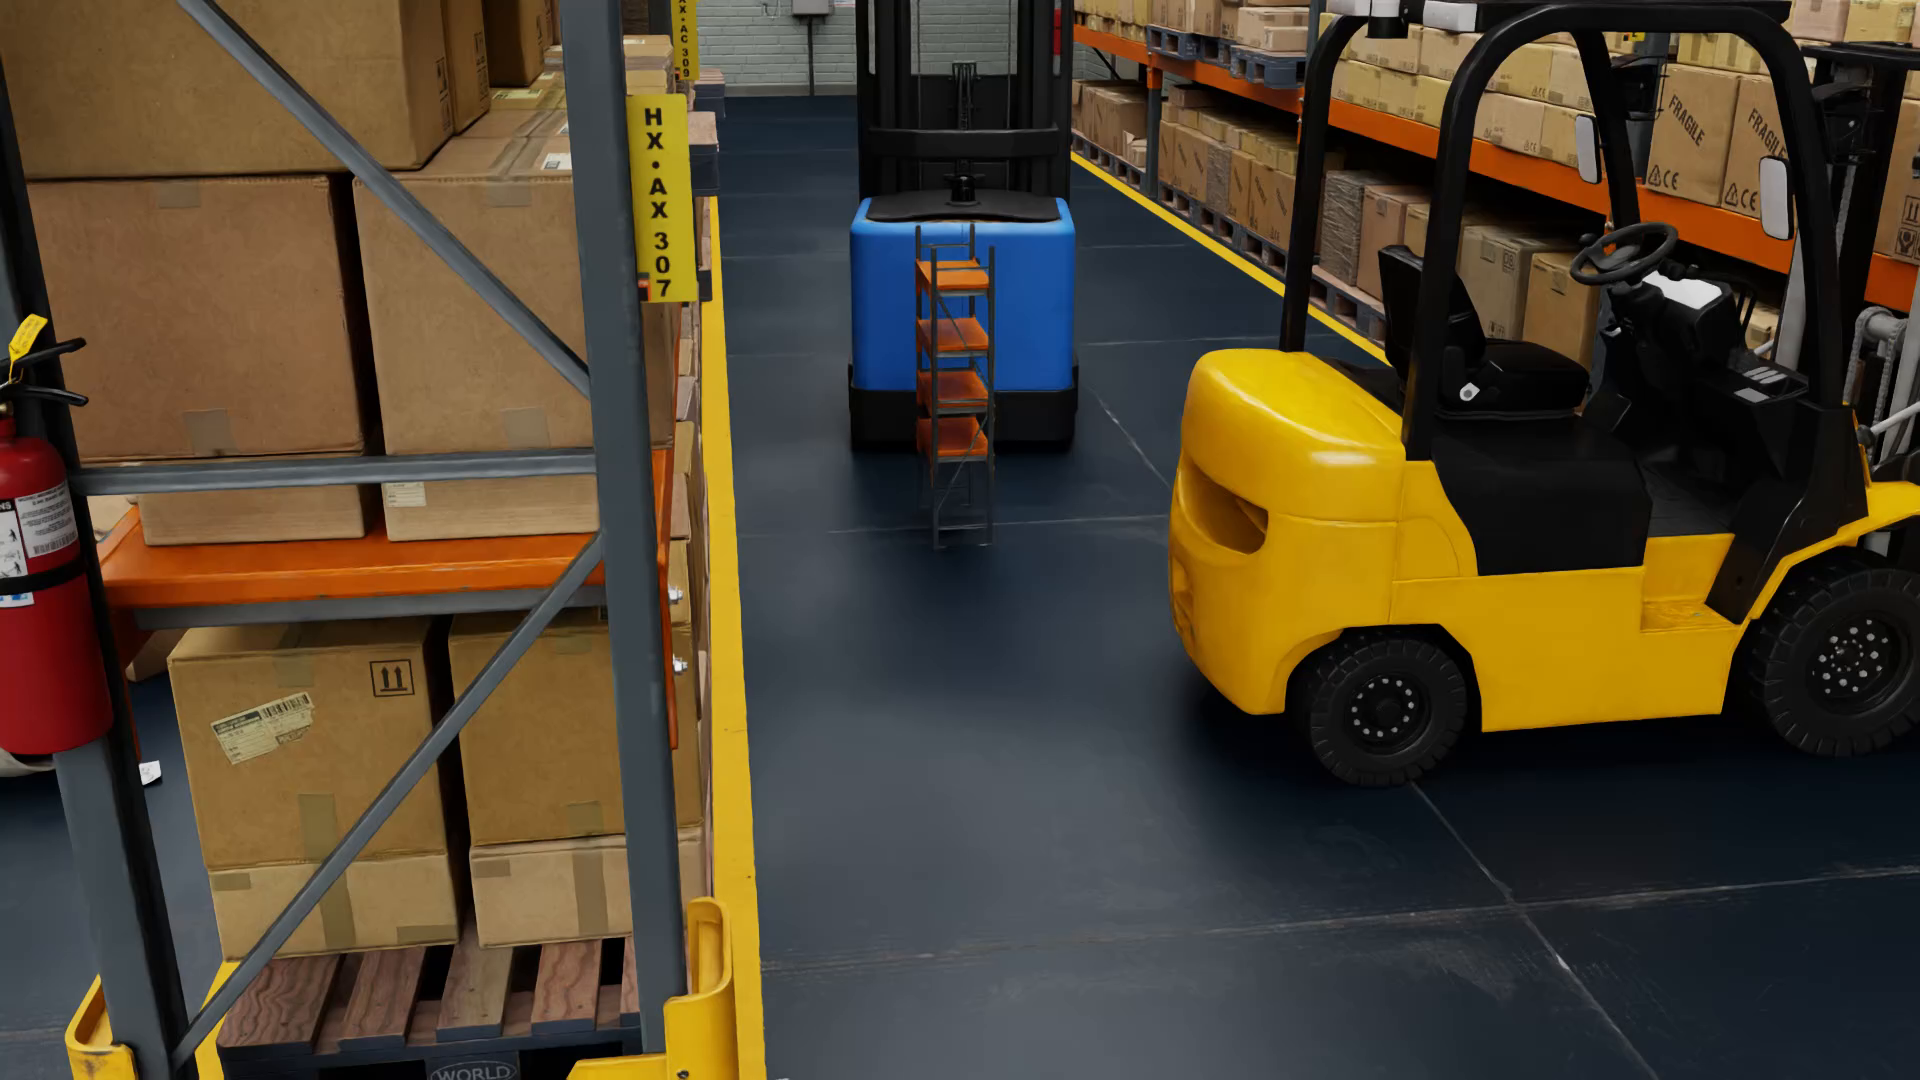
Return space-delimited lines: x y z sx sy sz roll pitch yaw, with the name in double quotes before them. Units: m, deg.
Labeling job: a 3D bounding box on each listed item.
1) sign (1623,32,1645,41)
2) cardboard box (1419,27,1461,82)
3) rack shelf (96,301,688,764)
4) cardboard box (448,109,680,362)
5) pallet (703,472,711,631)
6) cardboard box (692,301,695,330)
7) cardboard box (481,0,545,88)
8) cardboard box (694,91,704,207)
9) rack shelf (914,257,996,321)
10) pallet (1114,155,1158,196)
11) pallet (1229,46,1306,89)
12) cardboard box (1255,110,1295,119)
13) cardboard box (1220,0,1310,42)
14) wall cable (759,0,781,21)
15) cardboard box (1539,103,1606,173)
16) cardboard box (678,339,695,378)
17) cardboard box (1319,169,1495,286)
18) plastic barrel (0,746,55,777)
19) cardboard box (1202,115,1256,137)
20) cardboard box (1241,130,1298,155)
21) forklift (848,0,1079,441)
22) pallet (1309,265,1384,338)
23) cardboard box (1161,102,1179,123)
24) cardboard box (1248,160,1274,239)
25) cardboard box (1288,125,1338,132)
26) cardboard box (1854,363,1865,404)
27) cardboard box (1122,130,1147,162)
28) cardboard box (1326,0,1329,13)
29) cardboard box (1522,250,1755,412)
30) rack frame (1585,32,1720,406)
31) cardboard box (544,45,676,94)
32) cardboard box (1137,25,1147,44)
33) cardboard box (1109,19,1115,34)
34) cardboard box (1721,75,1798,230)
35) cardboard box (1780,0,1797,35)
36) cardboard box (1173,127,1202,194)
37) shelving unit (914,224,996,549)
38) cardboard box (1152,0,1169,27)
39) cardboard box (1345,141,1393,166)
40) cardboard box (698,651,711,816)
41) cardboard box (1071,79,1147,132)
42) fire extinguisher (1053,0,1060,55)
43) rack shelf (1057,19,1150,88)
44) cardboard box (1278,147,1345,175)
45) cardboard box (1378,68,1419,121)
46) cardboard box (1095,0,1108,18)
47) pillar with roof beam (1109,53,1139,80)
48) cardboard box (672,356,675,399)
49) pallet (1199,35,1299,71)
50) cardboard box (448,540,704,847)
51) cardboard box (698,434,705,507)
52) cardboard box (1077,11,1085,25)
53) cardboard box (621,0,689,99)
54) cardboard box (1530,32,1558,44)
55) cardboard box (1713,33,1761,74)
"sign" 2.788 -2.216 6.821 0.100 0.325 0.005 -3 21 -8
"cardboard box" 2.796 -2.593 8.872 0.500 0.250 0.500 -3 21 -7
"rack shelf" -1.300 -0.460 4.690 1.077 0.370 4.000 -3 21 -8
"cardboard box" -0.883 -0.648 3.597 0.500 0.500 0.500 -2 21 -6
"pallet" -1.456 0.047 6.288 1.003 0.211 1.213 -3 21 -8
"cardboard box" -1.979 -1.389 9.304 0.950 0.372 0.625 -3 21 -9
"cardboard box" -1.477 -1.452 4.320 0.700 0.500 0.500 -3 21 -8
"cardboard box" -2.435 -2.938 12.732 0.875 0.875 0.875 -2 21 -6
"rack shelf" -0.024 -0.988 6.522 0.258 0.148 0.480 -3 21 -8
"pallet" 2.072 -3.443 15.632 1.003 0.211 1.213 -3 21 -8
"pallet" 2.579 -3.268 11.452 1.213 0.211 1.003 -3 21 -8
"cardboard box" 2.658 -3.466 13.755 0.380 0.149 0.250 -4 21 -10
"cardboard box" 2.328 -3.927 12.196 0.797 0.503 0.637 -3 21 -9
"wall cable" -2.752 -8.147 22.791 0.588 1.984 0.122 -3 21 -8
"cardboard box" 2.992 -1.832 7.550 0.500 0.250 0.500 -2 21 -7
"cardboard box" -1.162 -0.382 5.711 0.500 0.500 0.500 -3 21 -7
"cardboard box" 2.823 -1.994 10.562 0.875 0.625 0.625 -2 21 -6
"plastic barrel" -2.808 0.463 4.871 0.512 0.421 0.421 12 24 30
"cardboard box" 2.175 -3.340 13.418 0.380 0.149 0.250 -3 21 -8
"cardboard box" 2.331 -2.981 12.455 0.380 0.149 0.250 -3 21 -9
"forklift" 0.025 -2.298 8.679 1.130 2.935 3.031 0 20 1
"pallet" 2.827 -1.533 10.519 1.003 0.211 1.213 -3 21 -8
"cardboard box" 1.958 -3.703 14.390 0.380 0.149 0.250 -2 21 -5
"cardboard box" 2.411 -2.461 11.992 0.500 0.500 0.500 -3 21 -9
"cardboard box" 2.740 -3.097 12.767 0.380 0.149 0.250 -3 21 -7
"cardboard box" 3.297 -0.404 5.411 0.500 0.250 0.500 -3 21 -9
"cardboard box" 1.747 -3.729 15.720 0.396 0.266 0.258 -2 21 -6
"cardboard box" 2.501 -3.352 10.333 0.380 0.149 0.250 -2 21 -6
"cardboard box" 3.237 -1.006 7.916 0.875 0.625 0.625 -2 21 -5
"rack frame" 3.323 -1.741 7.092 1.000 3.000 0.127 -3 21 -8
"cardboard box" -1.197 -1.357 5.494 0.500 0.500 0.500 -2 21 -6
"cardboard box" 1.815 -4.580 15.052 0.380 0.149 0.250 -2 21 -6
"cardboard box" 1.669 -5.026 16.246 0.380 0.149 0.250 -3 21 -8
"cardboard box" 3.220 -1.442 6.147 0.500 0.500 0.500 -3 21 -7
"cardboard box" 3.248 -1.932 6.108 0.380 0.149 0.250 -3 21 -9
"cardboard box" 2.103 -3.174 13.901 0.500 0.500 0.500 -3 21 -8
"shelving unit" -0.024 -0.619 6.660 0.258 1.200 0.503 -3 21 -8
"cardboard box" 2.018 -4.576 13.938 0.700 0.500 0.500 -2 21 -6
"cardboard box" 2.968 -2.746 11.825 0.380 0.149 0.250 -2 21 -6
"cardboard box" -0.920 0.516 4.377 0.500 0.250 0.500 -2 21 -6
"cardboard box" 1.588 -4.707 17.999 0.797 0.503 0.637 -4 21 -10
"fire extinguisher" 1.115 -5.713 18.368 0.296 0.674 0.183 -3 21 -8
"rack shelf" 1.882 -4.867 16.488 1.077 0.370 4.000 -3 21 -8
"cardboard box" 2.425 -2.614 11.474 0.380 0.149 0.250 -4 21 -10
"cardboard box" 2.717 -2.538 9.438 0.500 0.250 0.500 -4 21 -10
"cardboard box" 1.636 -5.269 16.325 0.500 0.250 0.500 -3 21 -9
"pillar with roof beam" -2.164 -9.468 19.206 9.100 9.000 0.400 -3 21 -8
"cardboard box" -0.855 -0.388 3.827 0.380 0.149 0.250 -3 21 -7
"pallet" 2.462 -3.710 12.635 1.003 0.211 1.213 -3 21 -8
"cardboard box" -0.858 0.334 3.793 0.500 0.500 0.500 -4 21 -10
"cardboard box" -1.237 -0.207 6.314 0.500 0.250 0.500 -2 21 -5
"cardboard box" 1.452 -5.565 17.688 0.380 0.149 0.250 -2 21 -6
"cardboard box" -1.372 -2.050 6.748 0.500 0.500 0.500 -2 21 -6
"cardboard box" 2.847 -2.459 7.944 0.380 0.149 0.250 -4 21 -9
"cardboard box" 3.148 -1.879 6.390 0.380 0.149 0.250 -2 21 -6
